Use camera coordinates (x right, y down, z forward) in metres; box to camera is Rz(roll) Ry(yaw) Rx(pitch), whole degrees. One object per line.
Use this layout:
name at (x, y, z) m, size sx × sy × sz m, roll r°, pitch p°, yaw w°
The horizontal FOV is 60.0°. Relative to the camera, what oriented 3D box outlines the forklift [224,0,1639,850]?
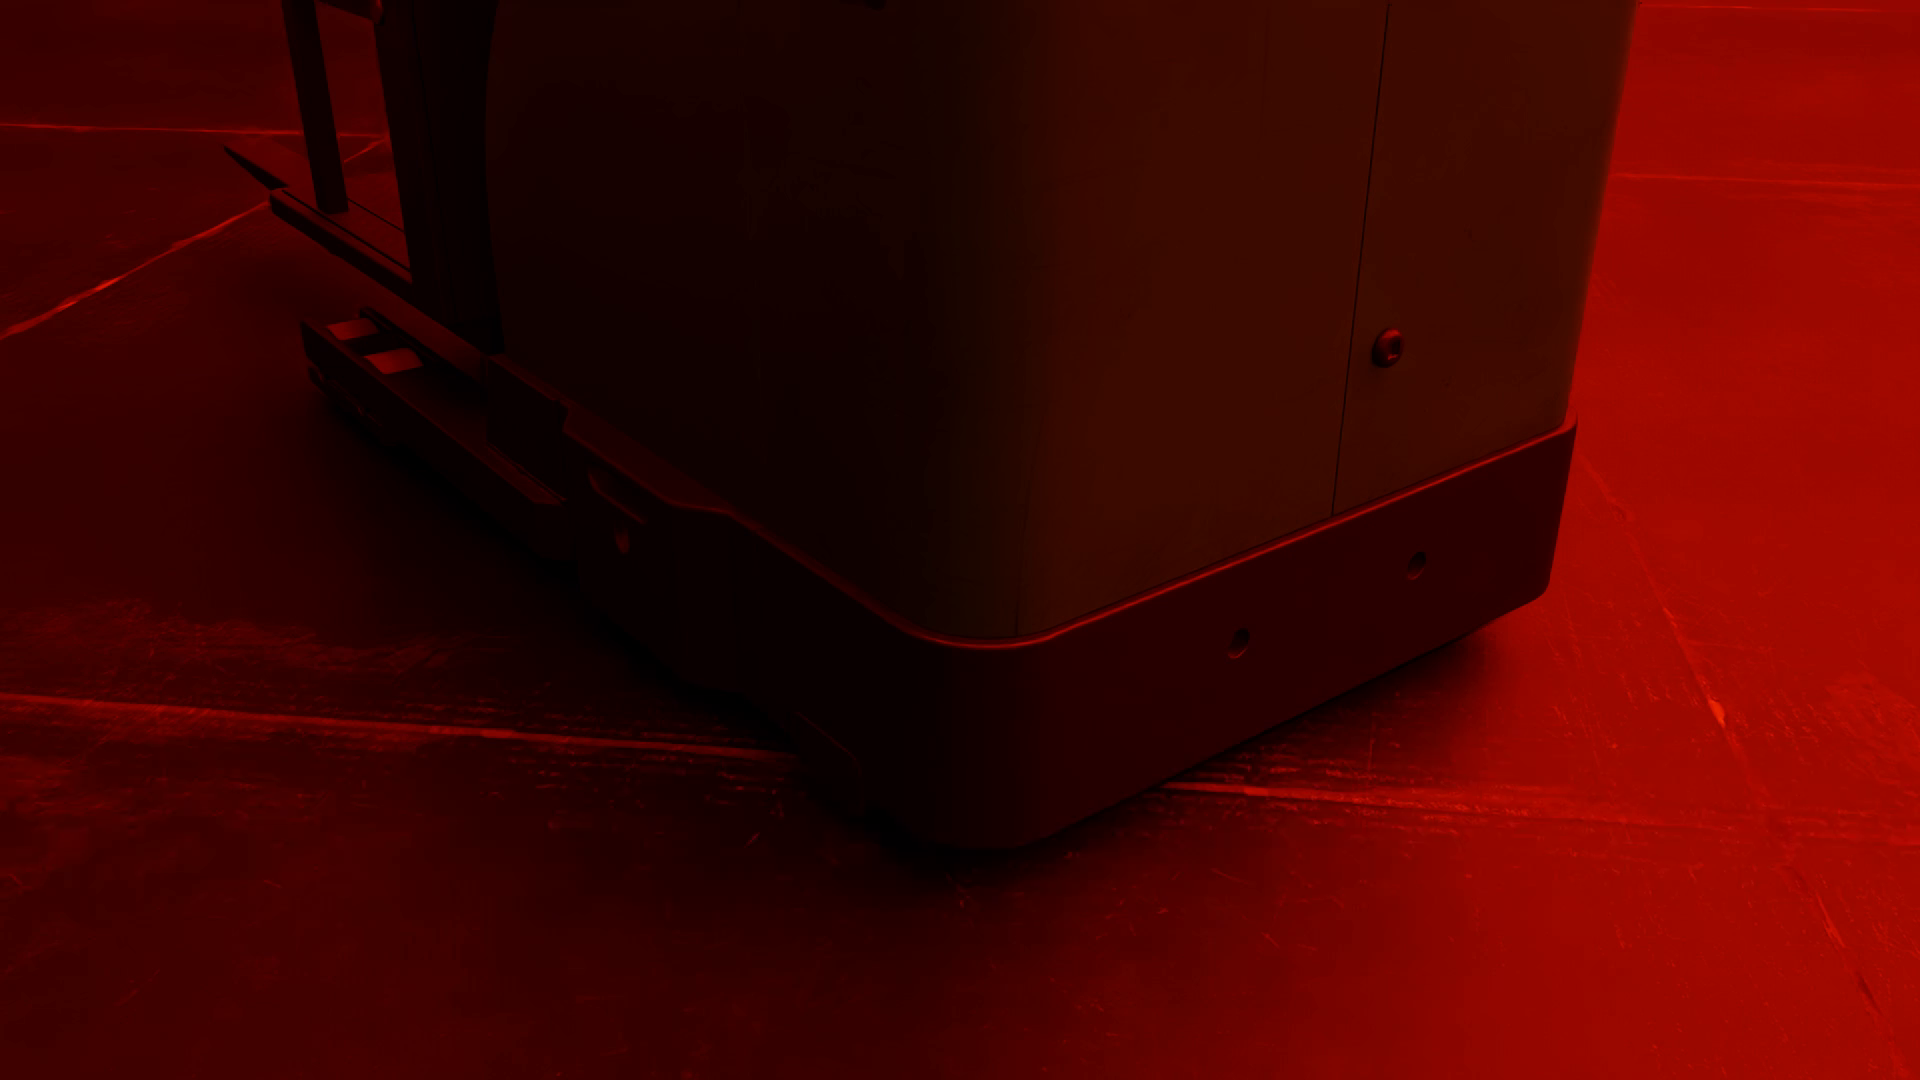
forklift at (-0.505, -1.588, 2.400) m, size 1.130 × 2.935 × 3.031 m, roll -19°, pitch 32°, yaw -33°
